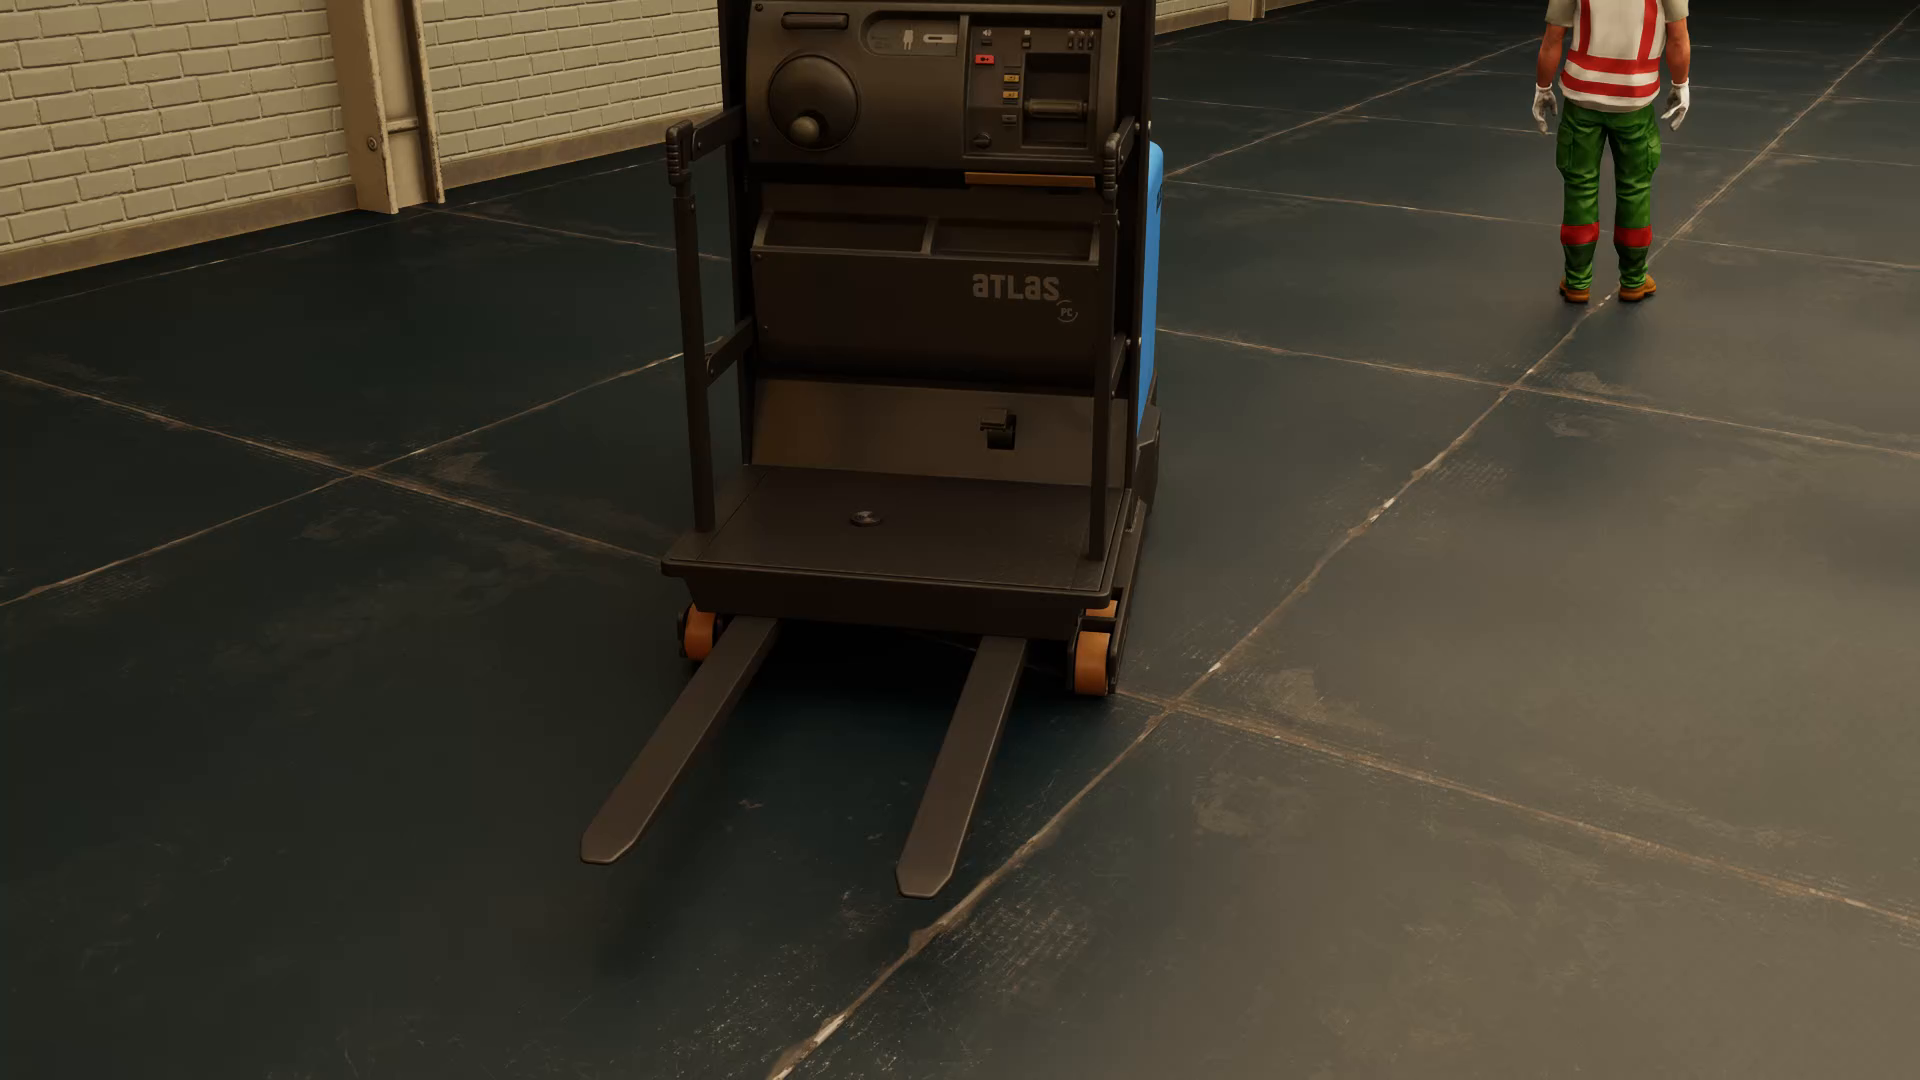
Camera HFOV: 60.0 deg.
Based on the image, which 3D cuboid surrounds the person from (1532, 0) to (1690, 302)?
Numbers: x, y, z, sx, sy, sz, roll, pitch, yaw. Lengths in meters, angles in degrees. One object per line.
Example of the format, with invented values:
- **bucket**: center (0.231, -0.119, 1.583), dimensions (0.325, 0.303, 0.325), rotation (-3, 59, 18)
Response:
- **person**: center (2.856, -1.945, 7.289), dimensions (0.638, 1.786, 0.565), rotation (10, 25, 22)

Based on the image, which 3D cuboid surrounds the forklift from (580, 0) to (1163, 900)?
- **forklift**: center (-0.108, -1.111, 3.912), dimensions (1.130, 2.935, 3.031), rotation (4, 24, 9)
